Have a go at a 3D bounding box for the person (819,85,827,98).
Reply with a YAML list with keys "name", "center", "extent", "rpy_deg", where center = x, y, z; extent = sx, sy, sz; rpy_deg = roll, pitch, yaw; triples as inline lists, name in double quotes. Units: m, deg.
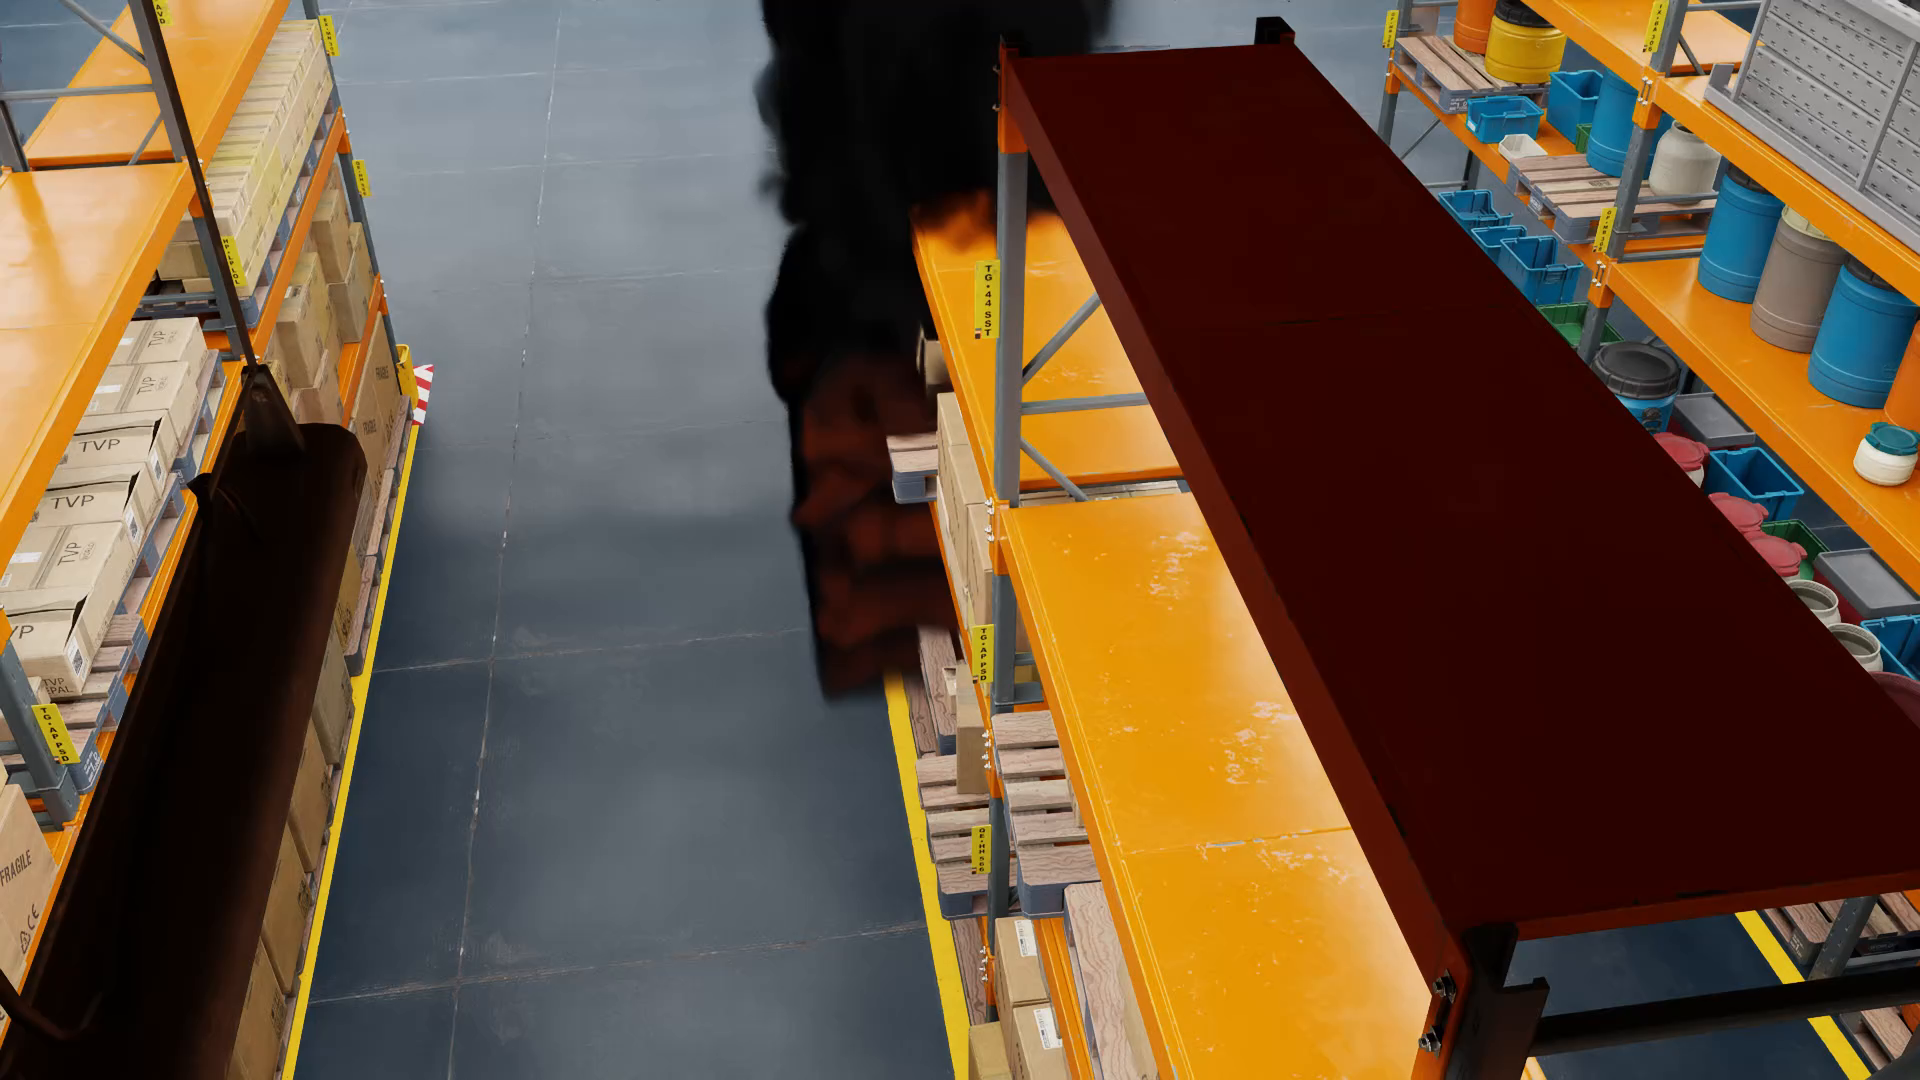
- name: "person"
  center: [-1.233, -4.789, 18.473]
  extent: [0.634, 1.738, 0.668]
  rpy_deg: [8, 37, 11]
